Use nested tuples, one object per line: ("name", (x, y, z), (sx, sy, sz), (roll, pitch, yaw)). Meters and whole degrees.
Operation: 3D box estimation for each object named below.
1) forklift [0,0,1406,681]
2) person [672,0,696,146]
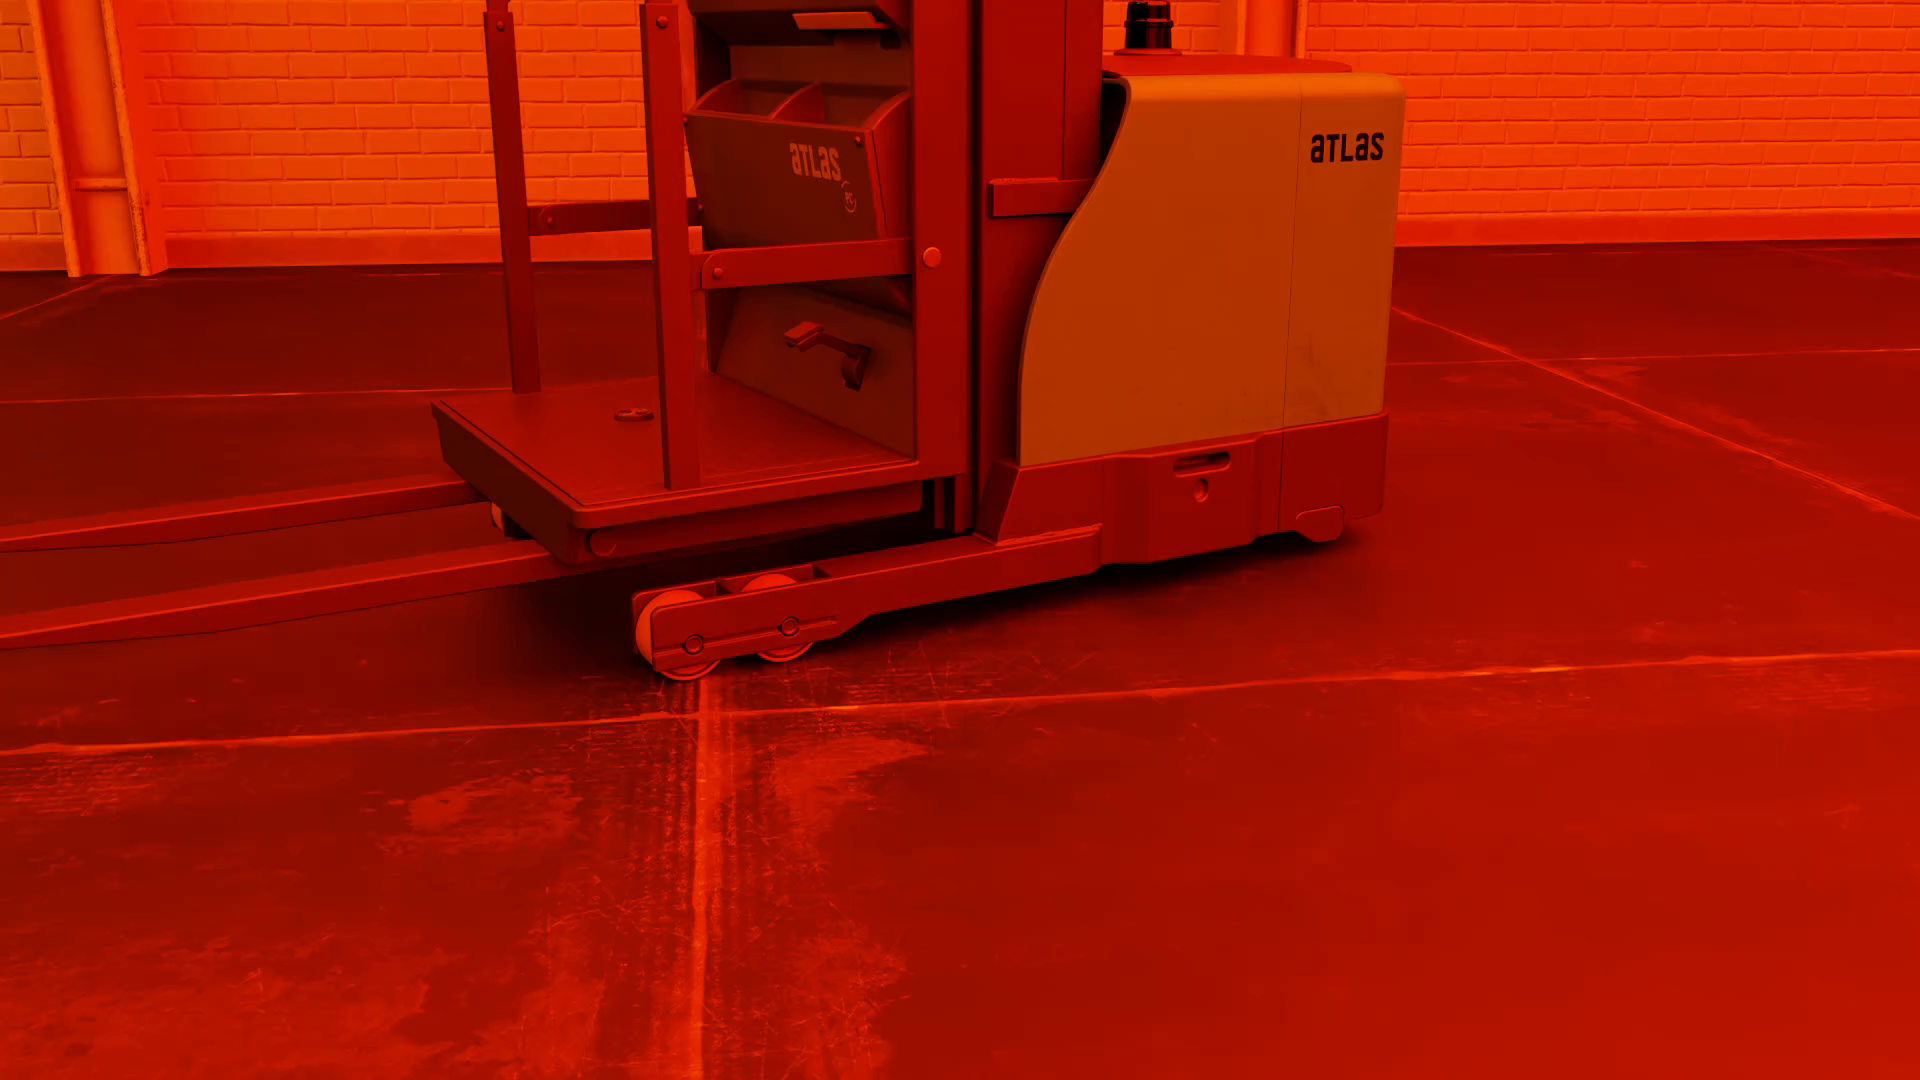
("forklift", (-0.526, -1.315, 3.251), (3.031, 2.935, 1.130), (-10, 19, -29))
("person", (-0.712, -1.344, 5.634), (0.473, 1.600, 0.520), (-5, 18, -17))
